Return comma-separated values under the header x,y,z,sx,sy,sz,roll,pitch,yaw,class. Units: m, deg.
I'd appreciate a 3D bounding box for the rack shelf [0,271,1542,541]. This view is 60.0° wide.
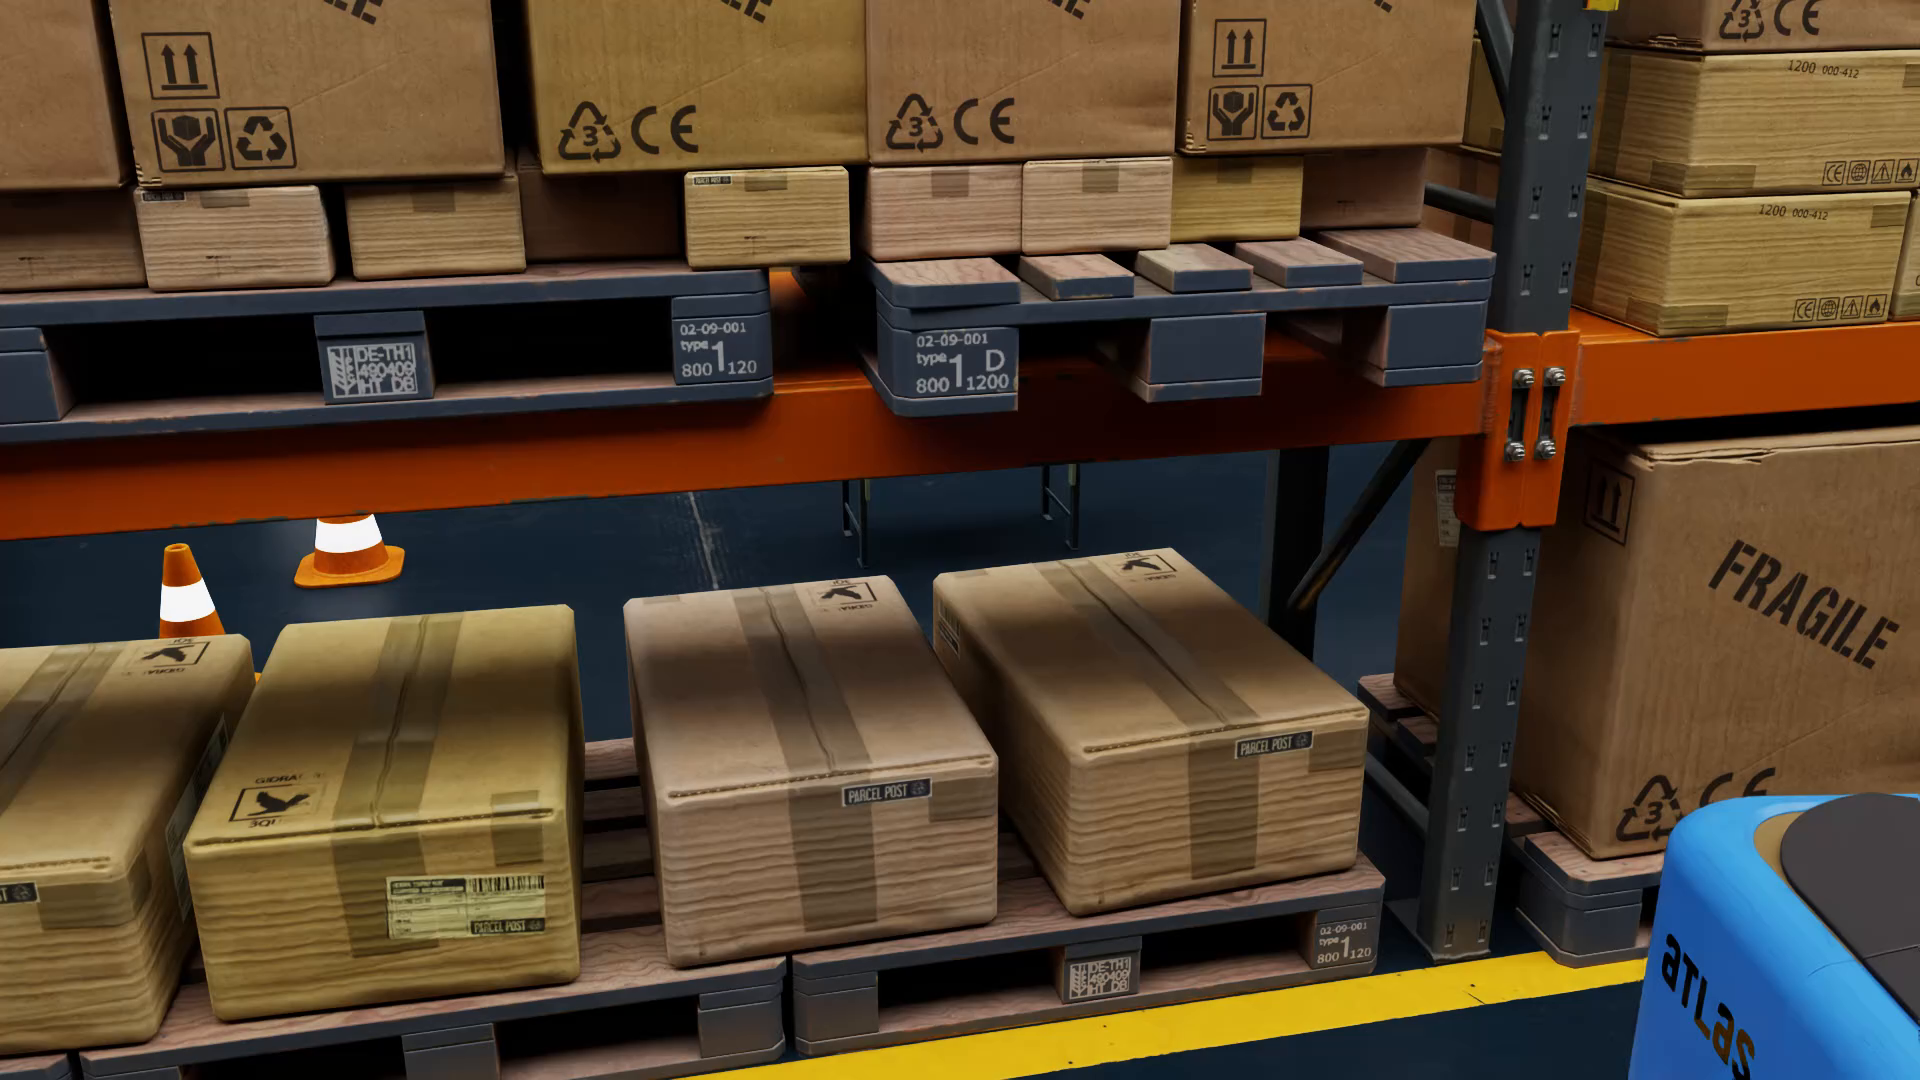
x,y,z,sx,sy,sz,roll,pitch,yaw,class
-1.024,-0.208,3.068,4.000,0.370,1.077,-5,21,-12,rack shelf

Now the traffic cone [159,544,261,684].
x,y,z,sx,sy,sz,roll,pitch,yaw,class
-2.085,0.237,4.496,0.334,0.463,0.336,-5,21,-12,traffic cone

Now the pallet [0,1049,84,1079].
x,y,z,sx,sy,sz,roll,pitch,yaw,class
-2.213,0.859,3.162,1.213,0.211,1.003,-5,21,-12,pallet

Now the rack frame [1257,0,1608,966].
x,y,z,sx,sy,sz,roll,pitch,yaw,class
0.923,-0.705,3.377,0.127,3.000,1.000,-5,21,-12,rack frame

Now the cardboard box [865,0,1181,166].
x,y,z,sx,sy,sz,roll,pitch,yaw,class
0.044,-0.915,2.762,0.500,0.500,0.500,-5,21,-13,cardboard box

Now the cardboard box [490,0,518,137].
x,y,z,sx,sy,sz,roll,pitch,yaw,class
-1.078,-1.005,3.010,0.500,0.500,0.500,-5,21,-15,cardboard box

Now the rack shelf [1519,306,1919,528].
x,y,z,sx,sy,sz,roll,pitch,yaw,class
2.869,-0.525,3.933,4.000,0.370,1.077,-5,21,-12,rack shelf

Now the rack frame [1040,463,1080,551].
x,y,z,sx,sy,sz,roll,pitch,yaw,class
0.350,-0.733,5.634,0.023,1.500,0.400,-5,21,-12,rack frame

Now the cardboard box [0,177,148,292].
x,y,z,sx,sy,sz,roll,pitch,yaw,class
-1.355,-0.495,2.560,0.250,0.149,0.380,-4,21,-12,cardboard box

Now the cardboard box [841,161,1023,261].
x,y,z,sx,sy,sz,roll,pitch,yaw,class
-0.068,-0.581,2.795,0.250,0.149,0.380,-6,21,-15,cardboard box

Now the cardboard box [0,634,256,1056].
x,y,z,sx,sy,sz,roll,pitch,yaw,class
-1.761,0.548,3.166,0.625,0.372,0.950,-3,20,-9,cardboard box

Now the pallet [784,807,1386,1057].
x,y,z,sx,sy,sz,roll,pitch,yaw,class
0.162,0.666,3.689,1.213,0.211,1.003,-5,21,-12,pallet

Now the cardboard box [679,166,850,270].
x,y,z,sx,sy,sz,roll,pitch,yaw,class
-0.333,-0.555,2.723,0.250,0.149,0.380,-4,21,-12,cardboard box

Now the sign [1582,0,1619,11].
x,y,z,sx,sy,sz,roll,pitch,yaw,class
1.057,-1.030,2.698,0.005,0.325,0.100,-5,21,-12,sign

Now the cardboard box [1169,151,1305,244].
x,y,z,sx,sy,sz,roll,pitch,yaw,class
0.414,-0.634,2.938,0.250,0.149,0.380,-4,21,-12,cardboard box

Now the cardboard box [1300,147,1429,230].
x,y,z,sx,sy,sz,roll,pitch,yaw,class
0.658,-0.679,3.062,0.250,0.149,0.380,-4,20,-10,cardboard box

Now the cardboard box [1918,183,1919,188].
x,y,z,sx,sy,sz,roll,pitch,yaw,class
1.976,-0.867,3.311,0.500,0.250,0.500,-4,21,-11,cardboard box

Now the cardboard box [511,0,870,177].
x,y,z,sx,sy,sz,roll,pitch,yaw,class
-0.447,-0.874,2.652,0.500,0.500,0.500,-6,21,-16,cardboard box

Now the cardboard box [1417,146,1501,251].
x,y,z,sx,sy,sz,roll,pitch,yaw,class
1.355,-0.761,3.749,0.500,0.250,0.500,-5,21,-14,cardboard box

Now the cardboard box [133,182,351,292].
x,y,z,sx,sy,sz,roll,pitch,yaw,class
-1.085,-0.499,2.570,0.250,0.149,0.380,-4,20,-10,cardboard box

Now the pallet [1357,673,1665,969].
x,y,z,sx,sy,sz,roll,pitch,yaw,class
1.707,0.568,3.958,1.213,0.211,1.003,-5,21,-12,pallet

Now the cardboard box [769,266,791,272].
x,y,z,sx,sy,sz,roll,pitch,yaw,class
-0.928,-1.476,8.144,0.750,0.750,1.050,-5,21,-13,cardboard box

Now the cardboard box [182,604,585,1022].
x,y,z,sx,sy,sz,roll,pitch,yaw,class
-1.085,0.493,3.318,0.625,0.372,0.950,-4,20,-11,cardboard box

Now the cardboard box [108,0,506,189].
x,y,z,sx,sy,sz,roll,pitch,yaw,class
-0.979,-0.831,2.535,0.500,0.500,0.500,-6,21,-15,cardboard box

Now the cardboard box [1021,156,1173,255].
x,y,z,sx,sy,sz,roll,pitch,yaw,class
0.179,-0.599,2.843,0.250,0.149,0.380,-5,21,-13,cardboard box

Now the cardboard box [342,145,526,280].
x,y,z,sx,sy,sz,roll,pitch,yaw,class
-0.832,-0.530,2.655,0.250,0.149,0.380,-5,21,-14,cardboard box

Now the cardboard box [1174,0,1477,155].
x,y,z,sx,sy,sz,roll,pitch,yaw,class
0.544,-0.959,2.884,0.500,0.500,0.500,-5,21,-14,cardboard box

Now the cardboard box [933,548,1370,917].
x,y,z,sx,sy,sz,roll,pitch,yaw,class
0.371,0.374,3.644,0.625,0.372,0.950,-6,21,-16,cardboard box

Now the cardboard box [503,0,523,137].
x,y,z,sx,sy,sz,roll,pitch,yaw,class
-0.589,-1.042,3.111,0.500,0.500,0.500,-4,21,-12,cardboard box

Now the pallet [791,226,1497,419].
x,y,z,sx,sy,sz,roll,pitch,yaw,class
0.254,-0.522,3.159,1.003,0.211,1.213,-5,21,-12,pallet

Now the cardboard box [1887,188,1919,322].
x,y,z,sx,sy,sz,roll,pitch,yaw,class
1.953,-0.635,3.406,0.500,0.250,0.500,-5,21,-14,cardboard box

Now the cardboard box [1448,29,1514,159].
x,y,z,sx,sy,sz,roll,pitch,yaw,class
1.336,-0.992,3.654,0.500,0.250,0.500,-5,21,-13,cardboard box

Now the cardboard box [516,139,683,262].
x,y,z,sx,sy,sz,roll,pitch,yaw,class
-0.606,-0.577,2.784,0.250,0.149,0.380,-4,21,-12,cardboard box

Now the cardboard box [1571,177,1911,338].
x,y,z,sx,sy,sz,roll,pitch,yaw,class
1.457,-0.589,3.279,0.500,0.250,0.500,-5,21,-13,cardboard box

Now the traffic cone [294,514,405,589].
x,y,z,sx,sy,sz,roll,pitch,yaw,class
-2.033,-0.121,5.473,0.334,0.463,0.336,-5,21,-12,traffic cone

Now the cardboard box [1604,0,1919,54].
x,y,z,sx,sy,sz,roll,pitch,yaw,class
1.459,-1.178,3.071,0.500,0.500,0.500,-5,21,-14,cardboard box

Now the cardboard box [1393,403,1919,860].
x,y,z,sx,sy,sz,roll,pitch,yaw,class
1.614,0.069,3.743,0.875,0.875,0.875,-5,21,-13,cardboard box

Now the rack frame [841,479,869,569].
x,y,z,sx,sy,sz,roll,pitch,yaw,class
-0.363,-0.675,5.476,0.023,1.500,0.400,-5,21,-12,rack frame

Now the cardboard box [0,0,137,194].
x,y,z,sx,sy,sz,roll,pitch,yaw,class
-1.476,-0.787,2.414,0.500,0.500,0.500,-5,21,-13,cardboard box

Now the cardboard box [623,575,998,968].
x,y,z,sx,sy,sz,roll,pitch,yaw,class
-0.346,0.435,3.477,0.625,0.372,0.950,-5,21,-14,cardboard box

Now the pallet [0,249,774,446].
x,y,z,sx,sy,sz,roll,pitch,yaw,class
-0.994,-0.444,2.945,1.213,0.211,1.003,-5,21,-12,pallet

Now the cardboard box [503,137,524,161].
x,y,z,sx,sy,sz,roll,pitch,yaw,class
-0.751,-0.707,3.139,0.250,0.149,0.380,-4,20,-10,cardboard box

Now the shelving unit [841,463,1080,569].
x,y,z,sx,sy,sz,roll,pitch,yaw,class
-0.006,-0.704,5.555,0.755,1.500,0.431,-5,21,-12,shelving unit

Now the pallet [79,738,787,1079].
x,y,z,sx,sy,sz,roll,pitch,yaw,class
-1.023,0.762,3.429,1.213,0.211,1.003,-5,21,-12,pallet

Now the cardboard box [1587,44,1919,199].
x,y,z,sx,sy,sz,roll,pitch,yaw,class
1.473,-0.826,3.200,0.500,0.250,0.500,-5,21,-13,cardboard box

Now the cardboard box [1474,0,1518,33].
x,y,z,sx,sy,sz,roll,pitch,yaw,class
1.366,-1.349,3.538,0.500,0.500,0.500,-5,21,-14,cardboard box

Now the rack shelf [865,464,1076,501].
x,y,z,sx,sy,sz,roll,pitch,yaw,class
-0.006,-0.398,5.667,0.720,0.370,0.431,-5,21,-12,rack shelf
